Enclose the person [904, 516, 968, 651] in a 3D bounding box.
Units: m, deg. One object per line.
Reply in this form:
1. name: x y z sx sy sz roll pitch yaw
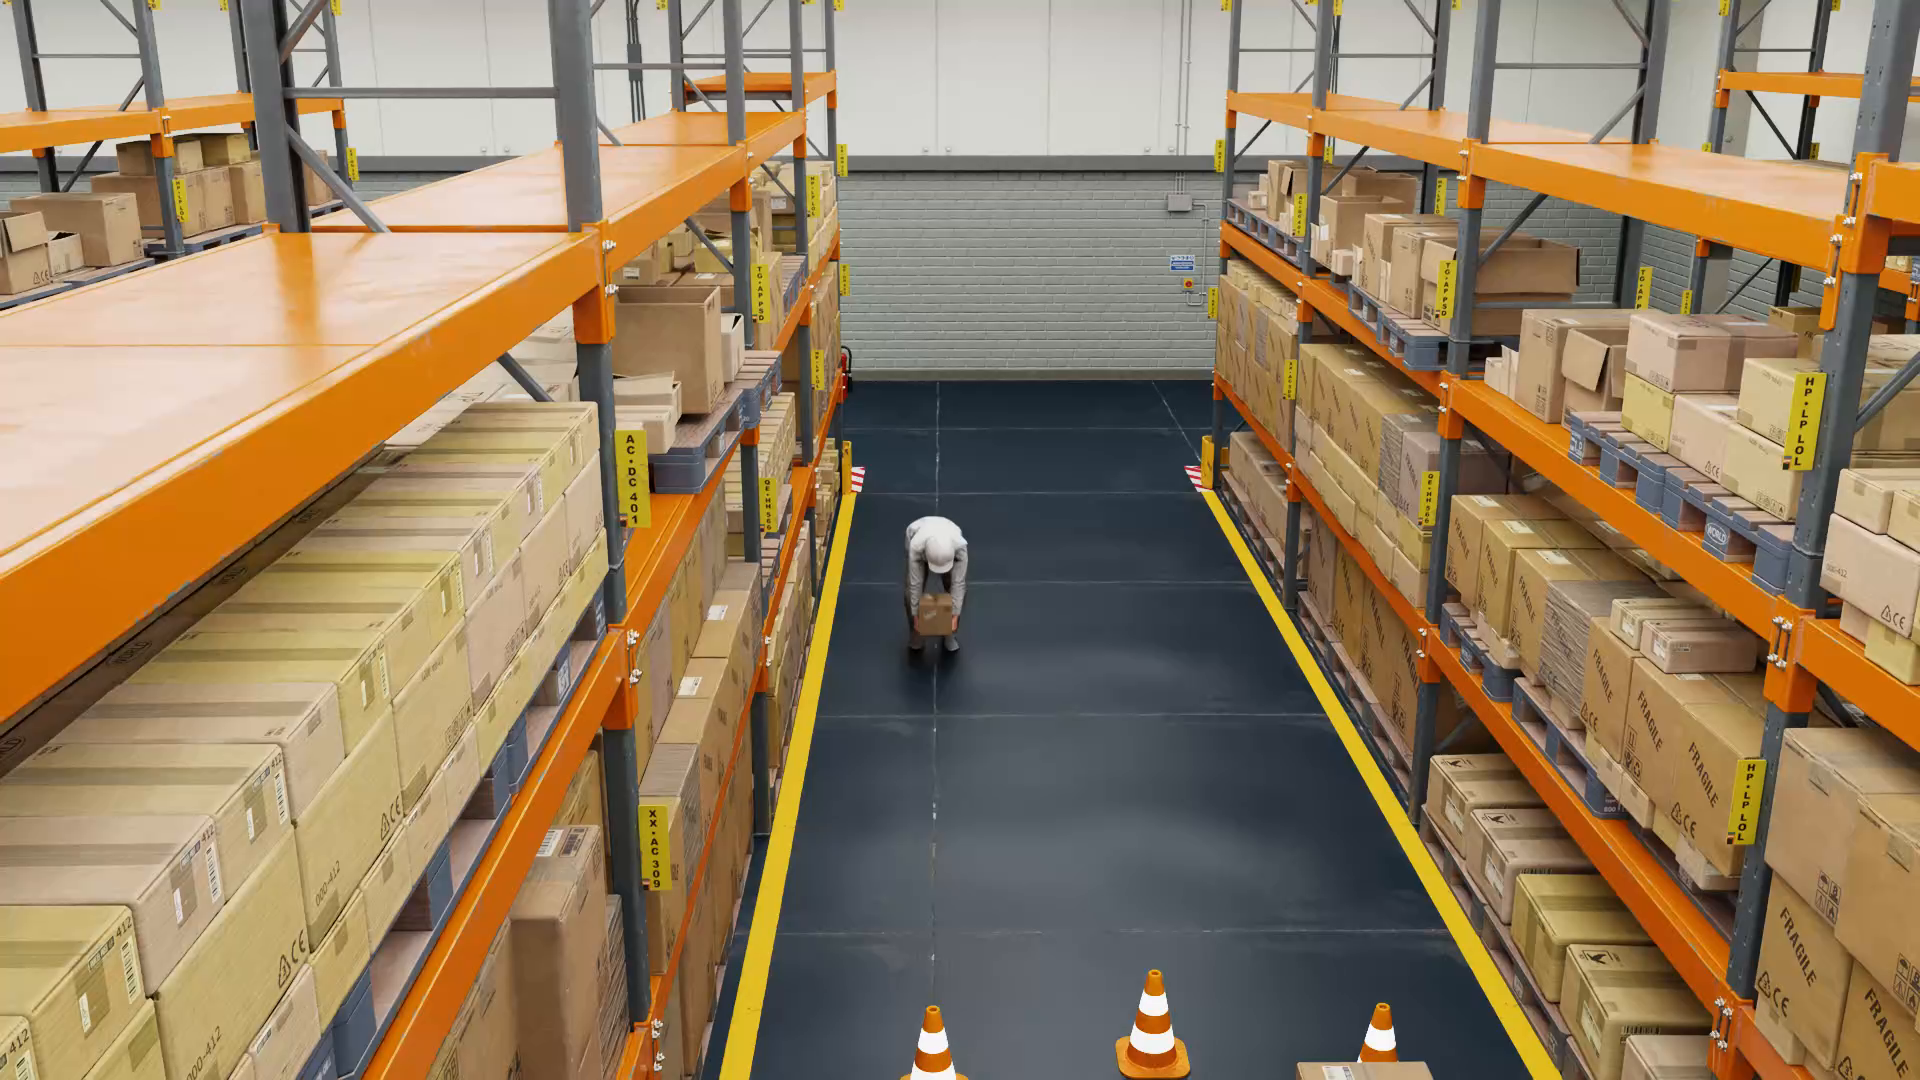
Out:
1. person: -0.191 0.373 12.949 0.491 1.089 0.996 -1 17 -3
